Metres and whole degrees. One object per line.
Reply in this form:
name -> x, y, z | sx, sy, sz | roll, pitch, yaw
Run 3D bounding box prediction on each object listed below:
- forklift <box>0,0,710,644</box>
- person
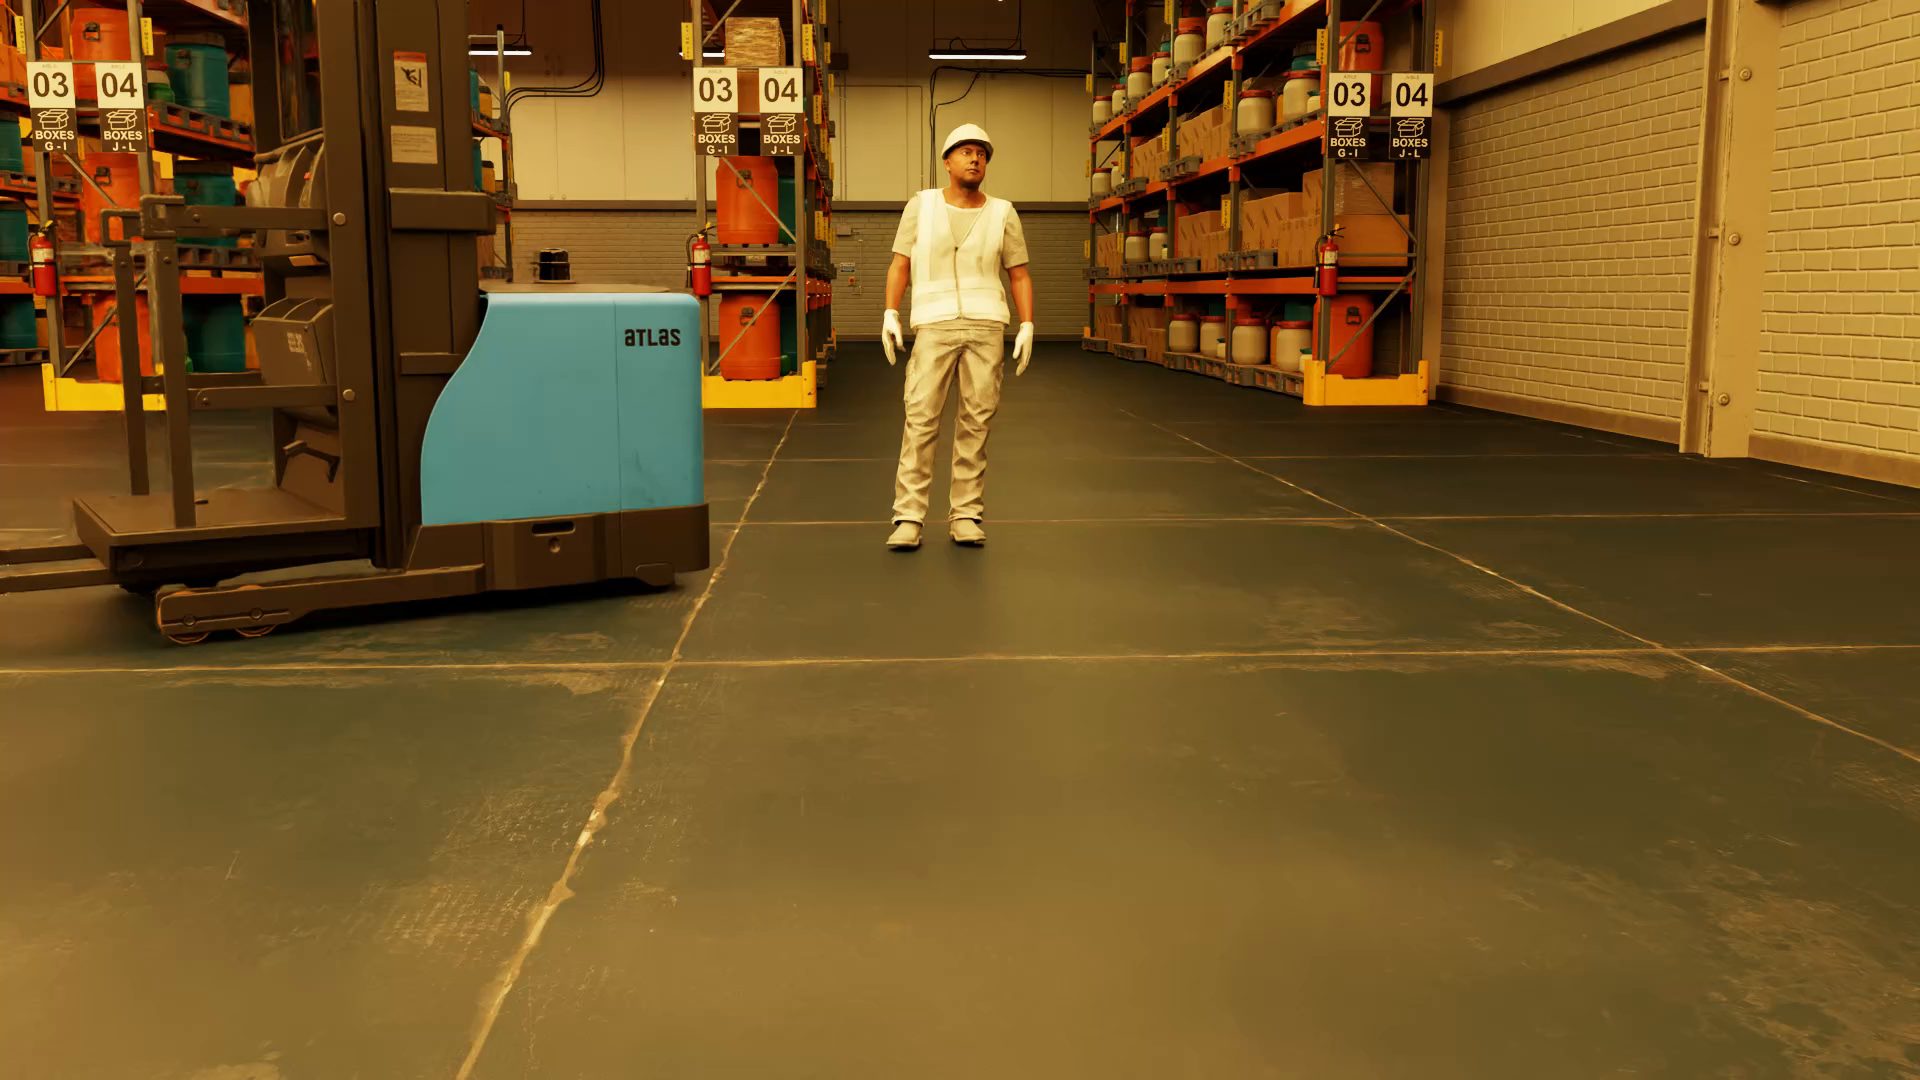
forklift -> -2.437, -1.215, 5.514 | 3.031, 2.935, 1.130 | -6, 10, -33
person -> -0.004, -0.878, 7.107 | 0.656, 1.781, 0.577 | -1, 8, -4
